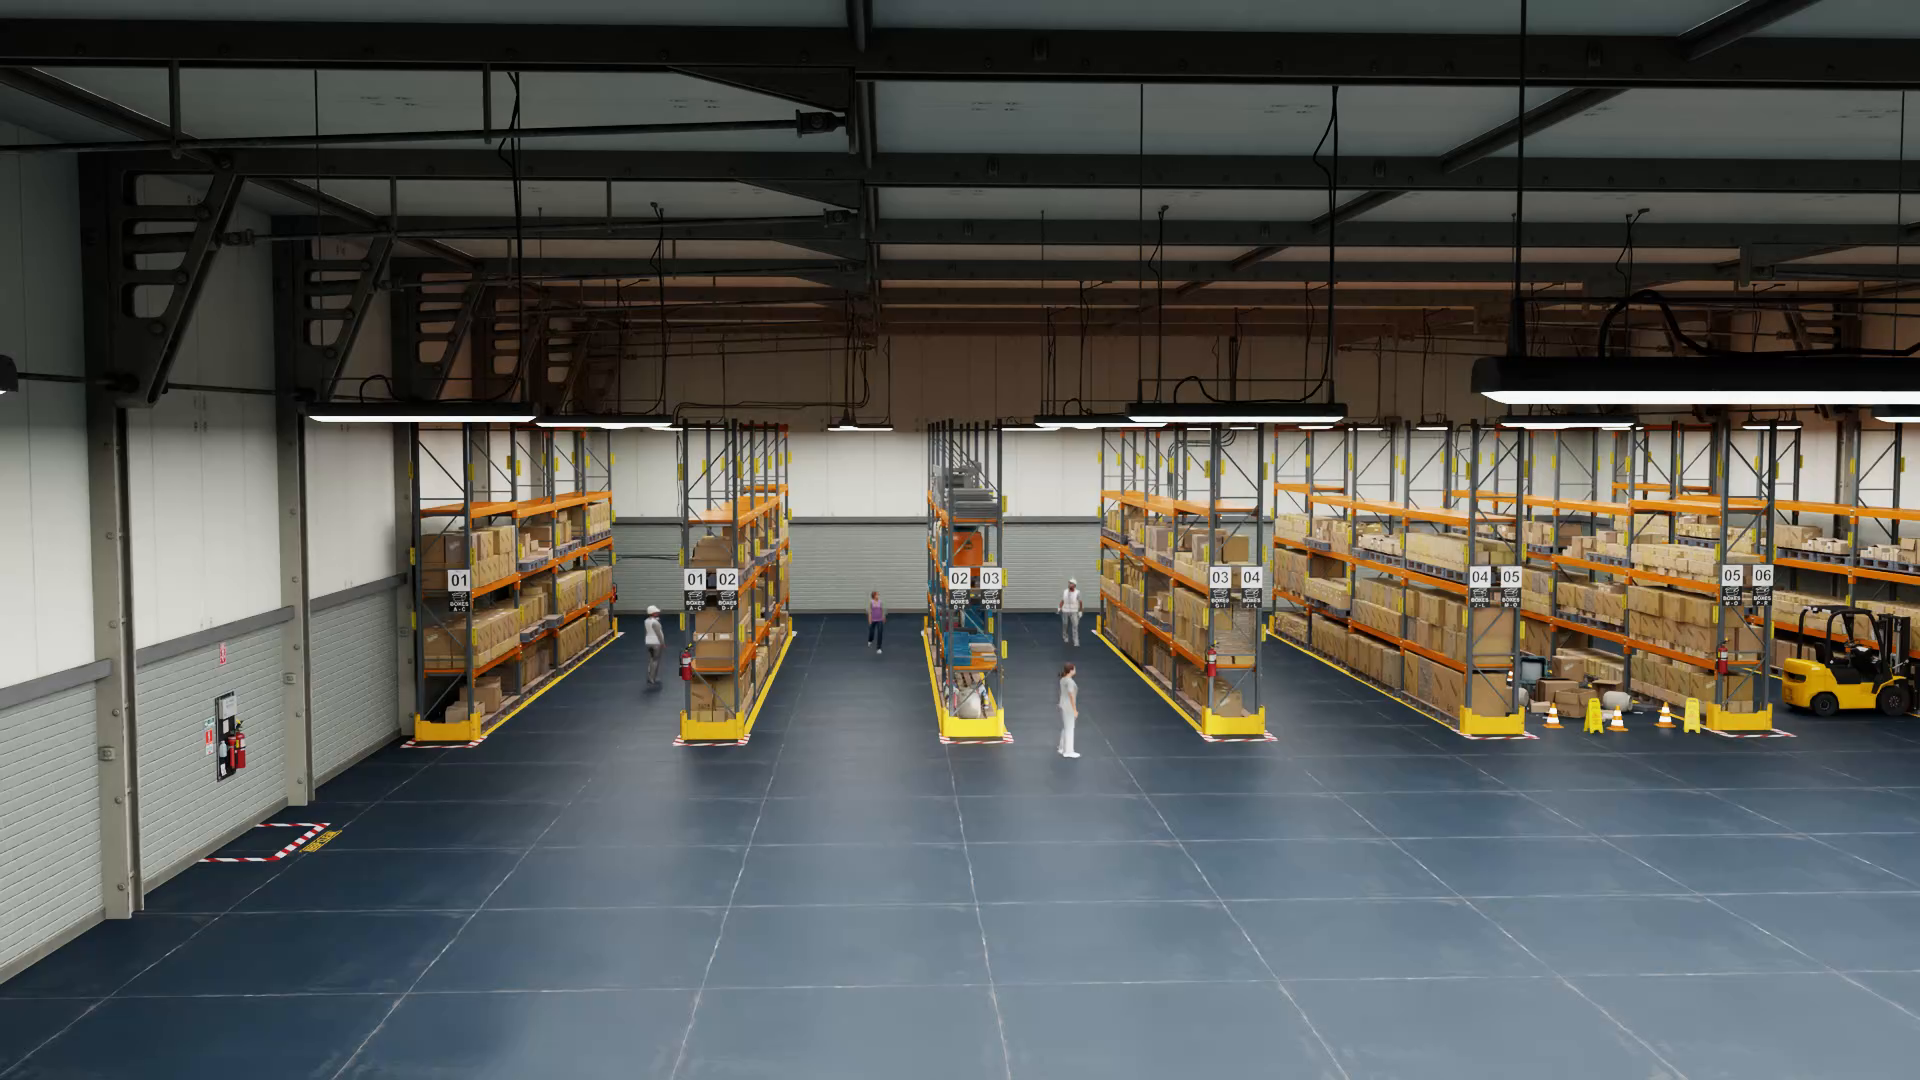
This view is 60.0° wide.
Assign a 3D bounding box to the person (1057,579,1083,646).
[{"bbox_3d":[2.901,1.903,43.859,0.698,1.730,0.967,0,4,-4],"label":"person"}]

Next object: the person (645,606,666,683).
[{"bbox_3d":[-6.987,2.391,38.136,0.562,1.792,0.478,2,4,33],"label":"person"}]

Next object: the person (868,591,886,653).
[{"bbox_3d":[-2.117,2.081,42.463,0.468,1.579,0.612,-1,4,-15],"label":"person"}]

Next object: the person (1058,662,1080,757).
[{"bbox_3d":[1.929,3.037,29.503,0.325,1.743,0.534,-1,4,-18],"label":"person"}]
